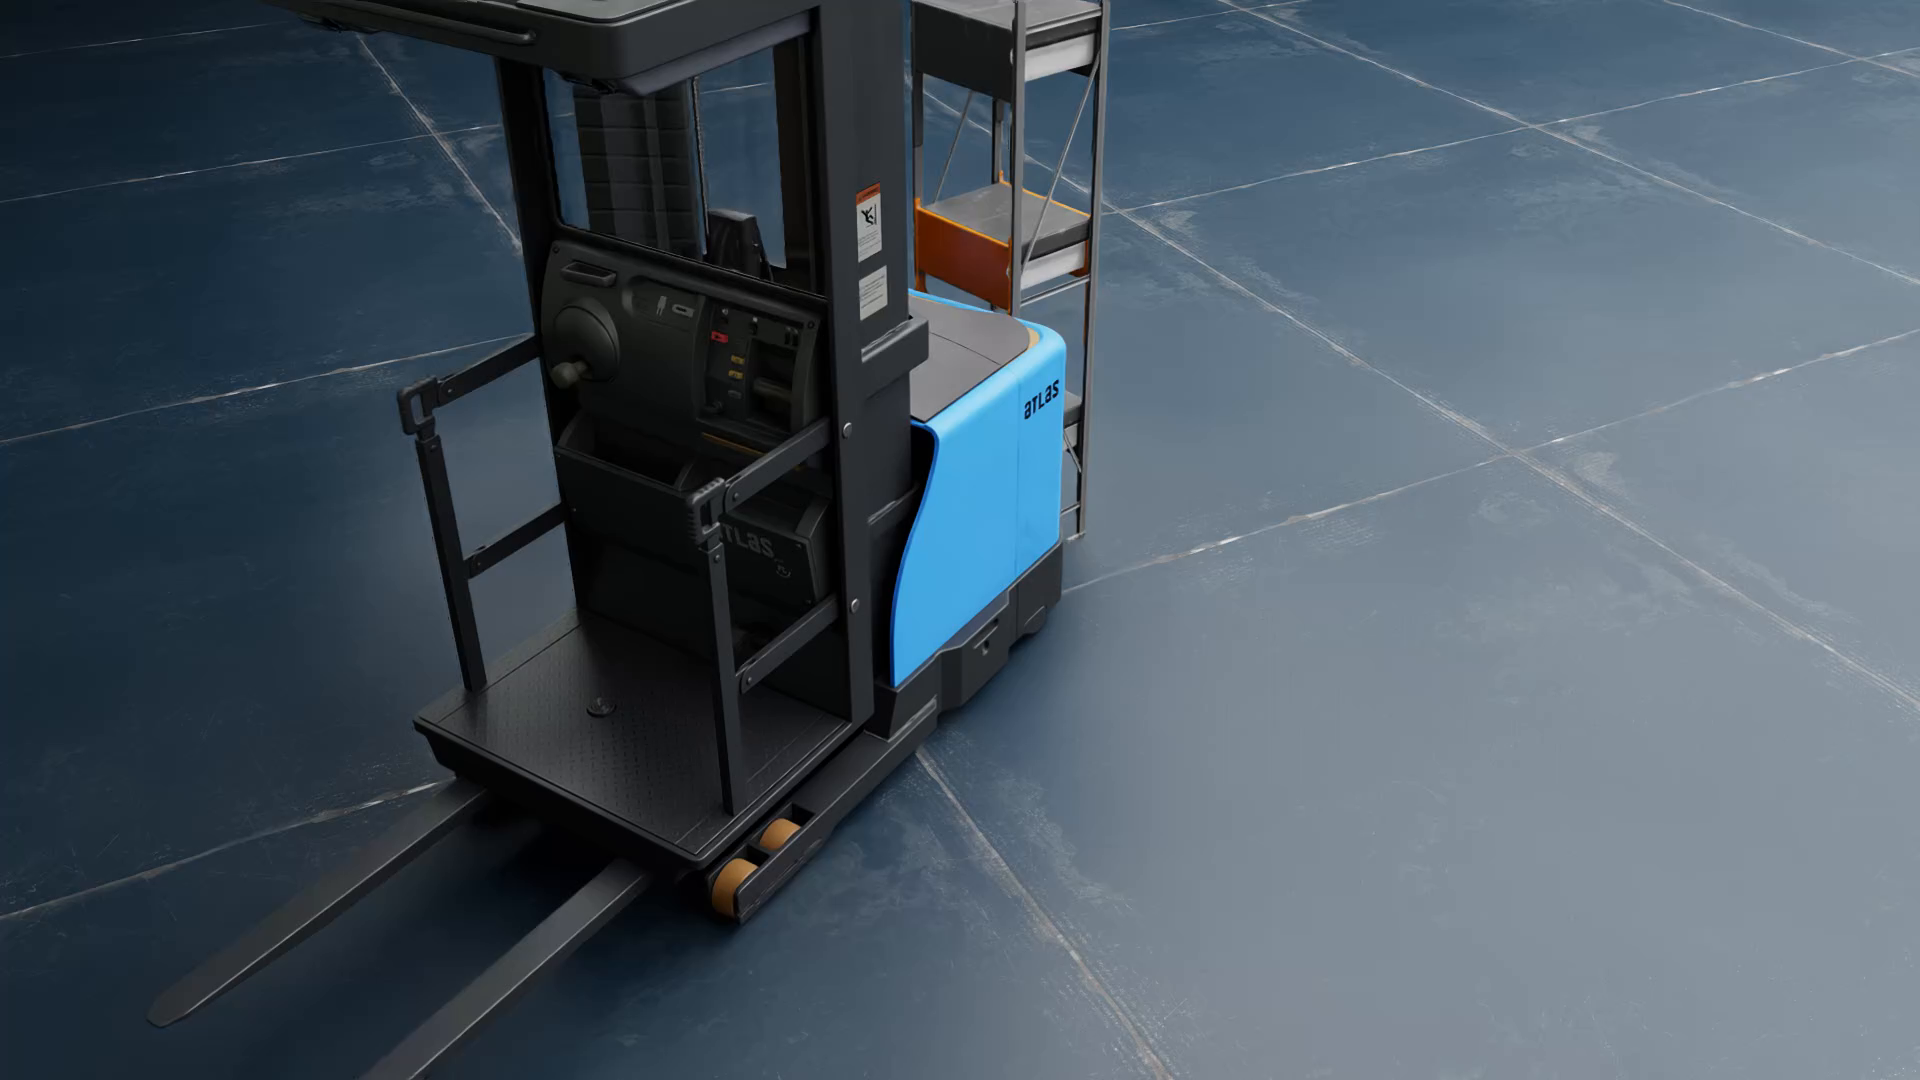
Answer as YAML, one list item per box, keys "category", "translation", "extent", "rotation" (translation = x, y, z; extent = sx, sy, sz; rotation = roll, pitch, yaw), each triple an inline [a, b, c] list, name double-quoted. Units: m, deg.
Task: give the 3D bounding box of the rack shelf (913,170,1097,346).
- category: "rack shelf"
  translation: [0.156, -0.923, 5.768]
  extent: [0.431, 0.518, 0.480]
  rotation: [-26, 41, -34]

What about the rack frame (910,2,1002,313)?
- category: "rack frame"
  translation: [-0.007, -1.032, 5.914]
  extent: [0.400, 2.100, 0.015]
  rotation: [-26, 41, -34]

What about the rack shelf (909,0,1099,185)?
- category: "rack shelf"
  translation: [0.155, -1.512, 5.391]
  extent: [0.431, 0.518, 0.480]
  rotation: [-26, 41, -34]

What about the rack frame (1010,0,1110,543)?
- category: "rack frame"
  translation: [0.318, -0.836, 5.608]
  extent: [0.400, 2.100, 0.015]
  rotation: [-26, 41, -34]

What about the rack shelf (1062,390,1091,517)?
- category: "rack shelf"
  translation: [0.156, -0.333, 6.146]
  extent: [0.431, 0.518, 0.480]
  rotation: [-26, 41, -34]

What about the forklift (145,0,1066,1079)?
- category: "forklift"
  translation: [-0.871, -0.475, 4.274]
  extent: [1.130, 2.935, 3.031]
  rotation: [19, 37, 27]

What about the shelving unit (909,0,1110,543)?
- category: "shelving unit"
  translation: [0.156, -0.934, 5.761]
  extent: [0.431, 2.100, 0.503]
  rotation: [-26, 41, -34]
